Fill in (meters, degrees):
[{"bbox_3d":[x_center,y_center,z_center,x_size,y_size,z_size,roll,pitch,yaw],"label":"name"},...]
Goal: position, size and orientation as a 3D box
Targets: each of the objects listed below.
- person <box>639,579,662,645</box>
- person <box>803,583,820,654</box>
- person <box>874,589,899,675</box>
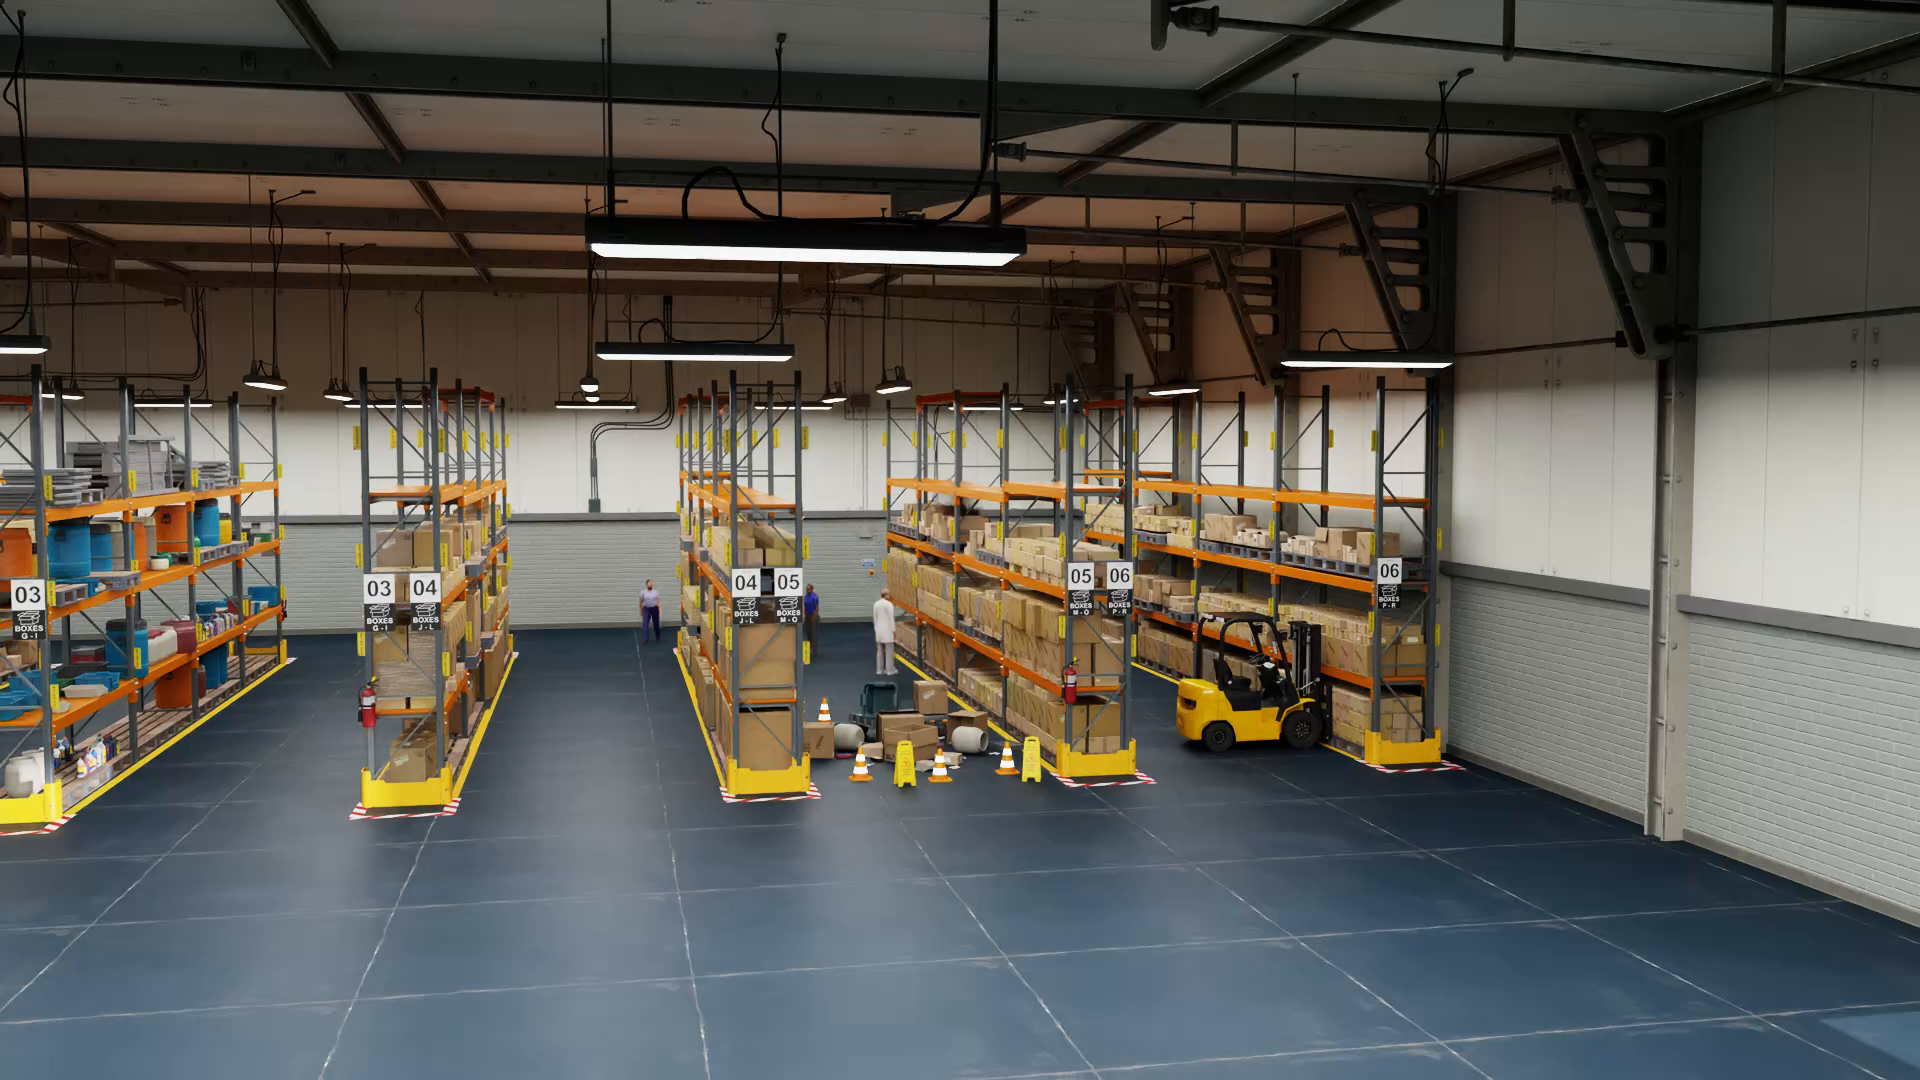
[{"bbox_3d":[-7.621,1.759,40.978,0.572,1.599,0.982,0,3,-3],"label":"person"},{"bbox_3d":[-3.509,1.857,38.992,0.463,1.663,0.379,3,5,43],"label":"person"},{"bbox_3d":[-1.500,1.895,34.442,0.443,1.786,0.653,-3,5,-44],"label":"person"}]
